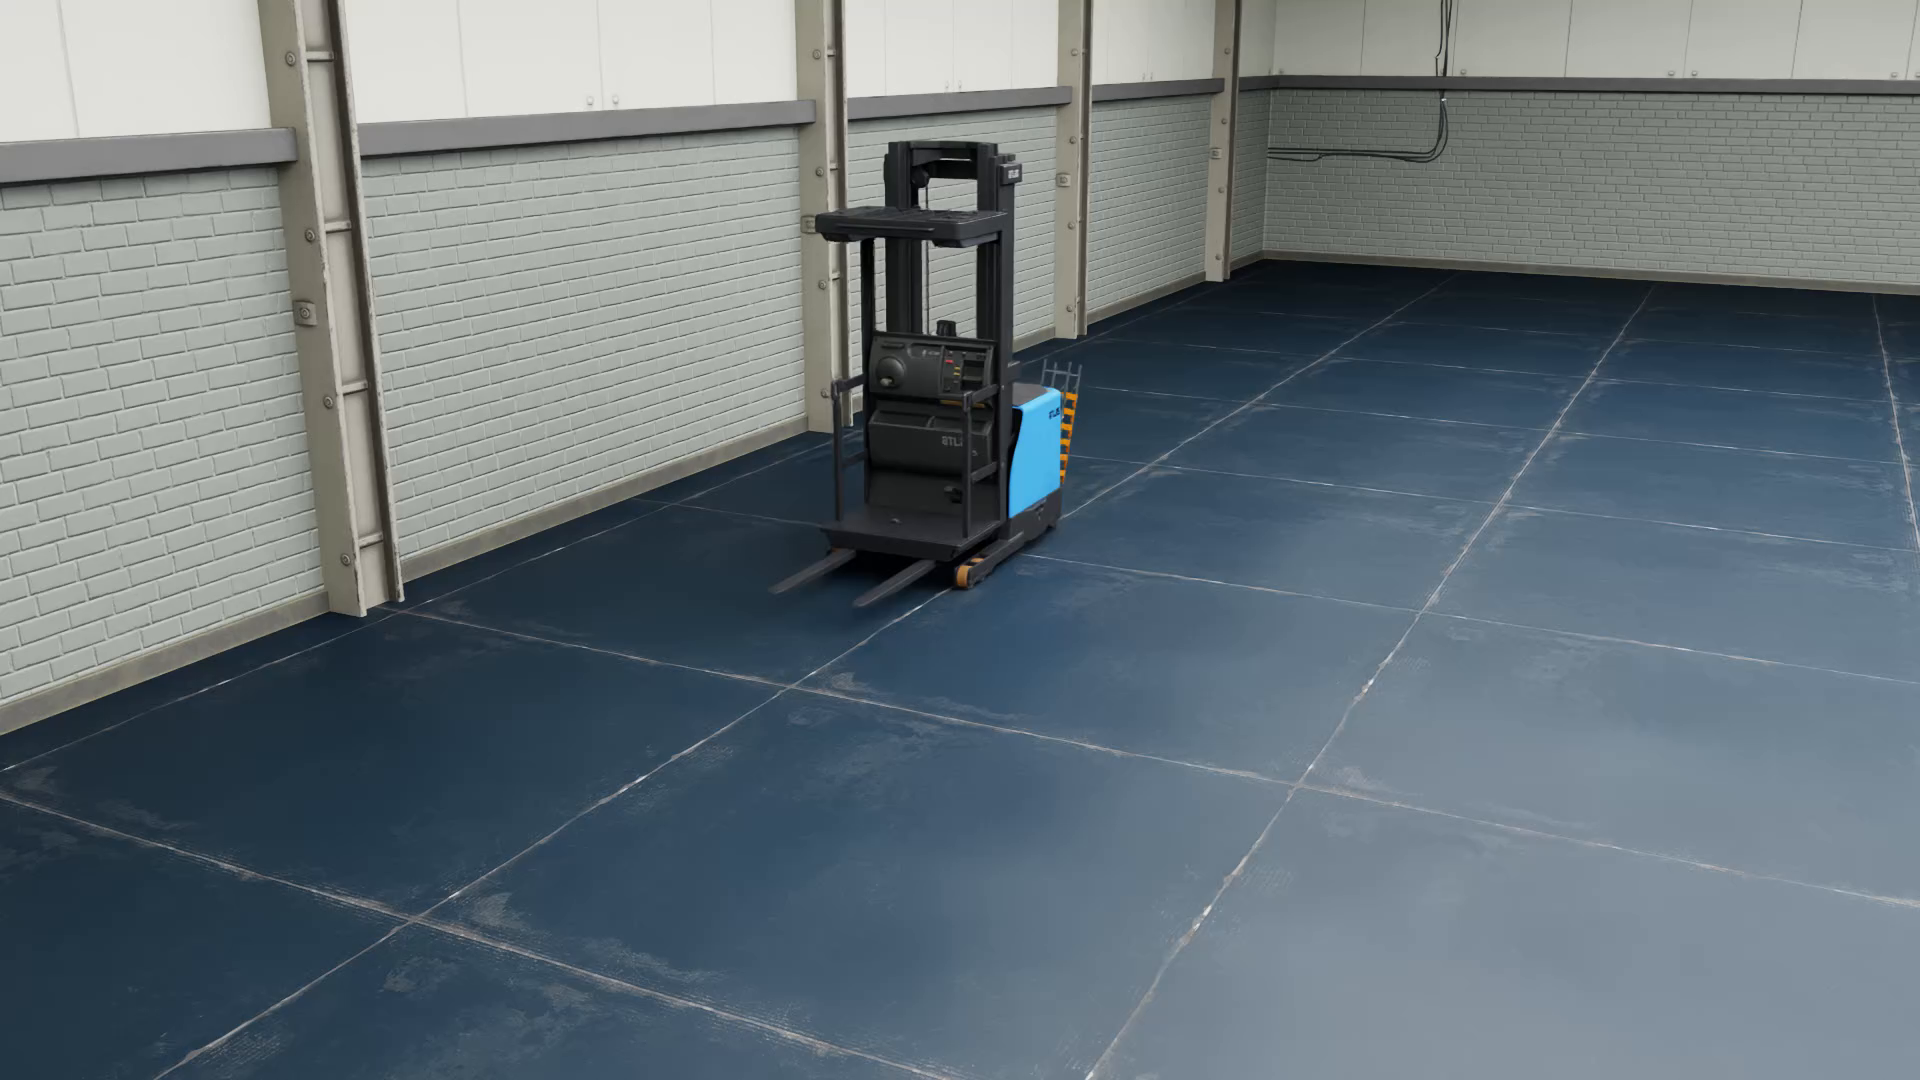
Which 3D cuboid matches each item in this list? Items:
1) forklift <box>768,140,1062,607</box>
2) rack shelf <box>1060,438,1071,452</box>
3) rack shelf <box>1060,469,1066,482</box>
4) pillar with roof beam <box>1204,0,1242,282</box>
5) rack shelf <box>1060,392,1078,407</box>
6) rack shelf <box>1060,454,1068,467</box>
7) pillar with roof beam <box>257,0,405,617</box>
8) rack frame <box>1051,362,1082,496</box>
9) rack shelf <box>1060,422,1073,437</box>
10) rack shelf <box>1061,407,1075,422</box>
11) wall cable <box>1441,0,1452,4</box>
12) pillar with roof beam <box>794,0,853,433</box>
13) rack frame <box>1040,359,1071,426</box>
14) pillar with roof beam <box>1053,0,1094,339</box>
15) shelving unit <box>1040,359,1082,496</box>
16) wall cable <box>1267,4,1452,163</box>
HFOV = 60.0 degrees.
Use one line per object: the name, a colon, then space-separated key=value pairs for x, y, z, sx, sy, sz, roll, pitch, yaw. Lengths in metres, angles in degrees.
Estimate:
forklift: x=-0.292 y=-1.208 z=11.445 sx=1.130 sy=2.935 sz=3.031 roll=7 pitch=18 yaw=24
rack shelf: x=0.715 y=-0.766 z=13.137 sx=0.258 sy=0.103 sz=0.180 roll=10 pitch=2 yaw=30
rack shelf: x=0.679 y=-0.529 z=13.146 sx=0.258 sy=0.103 sz=0.180 roll=10 pitch=2 yaw=30
pillar with roof beam: x=7.942 y=-7.918 z=23.378 sx=9.100 sy=9.000 sz=0.400 roll=8 pitch=18 yaw=25
rack shelf: x=0.770 y=-1.122 z=13.124 sx=0.258 sy=0.103 sz=0.180 roll=10 pitch=2 yaw=30
rack shelf: x=0.697 y=-0.648 z=13.142 sx=0.258 sy=0.103 sz=0.180 roll=10 pitch=2 yaw=30
pillar with roof beam: x=-0.101 y=-3.333 z=7.942 sx=9.100 sy=9.000 sz=0.400 roll=8 pitch=18 yaw=25
rack frame: x=0.768 y=-0.806 z=13.215 sx=0.240 sy=1.200 sz=0.006 roll=10 pitch=2 yaw=30
rack shelf: x=0.733 y=-0.885 z=13.133 sx=0.258 sy=0.103 sz=0.180 roll=10 pitch=2 yaw=30
rack shelf: x=0.751 y=-1.003 z=13.129 sx=0.258 sy=0.103 sz=0.180 roll=10 pitch=2 yaw=30
wall cable: x=9.010 y=-9.636 z=25.747 sx=3.097 sy=2.526 sz=0.112 roll=8 pitch=18 yaw=25
pillar with roof beam: x=2.580 y=-4.861 z=13.087 sx=9.100 sy=9.000 sz=0.400 roll=8 pitch=18 yaw=25
rack frame: x=0.676 y=-0.814 z=13.057 sx=0.240 sy=1.200 sz=0.006 roll=10 pitch=2 yaw=30
pillar with roof beam: x=5.261 y=-6.390 z=18.233 sx=9.100 sy=9.000 sz=0.400 roll=8 pitch=18 yaw=25
shelving unit: x=0.722 y=-0.810 z=13.136 sx=0.258 sy=1.200 sz=0.189 roll=10 pitch=2 yaw=30
wall cable: x=6.590 y=-7.559 z=27.624 sx=3.097 sy=2.526 sz=0.112 roll=8 pitch=18 yaw=25
